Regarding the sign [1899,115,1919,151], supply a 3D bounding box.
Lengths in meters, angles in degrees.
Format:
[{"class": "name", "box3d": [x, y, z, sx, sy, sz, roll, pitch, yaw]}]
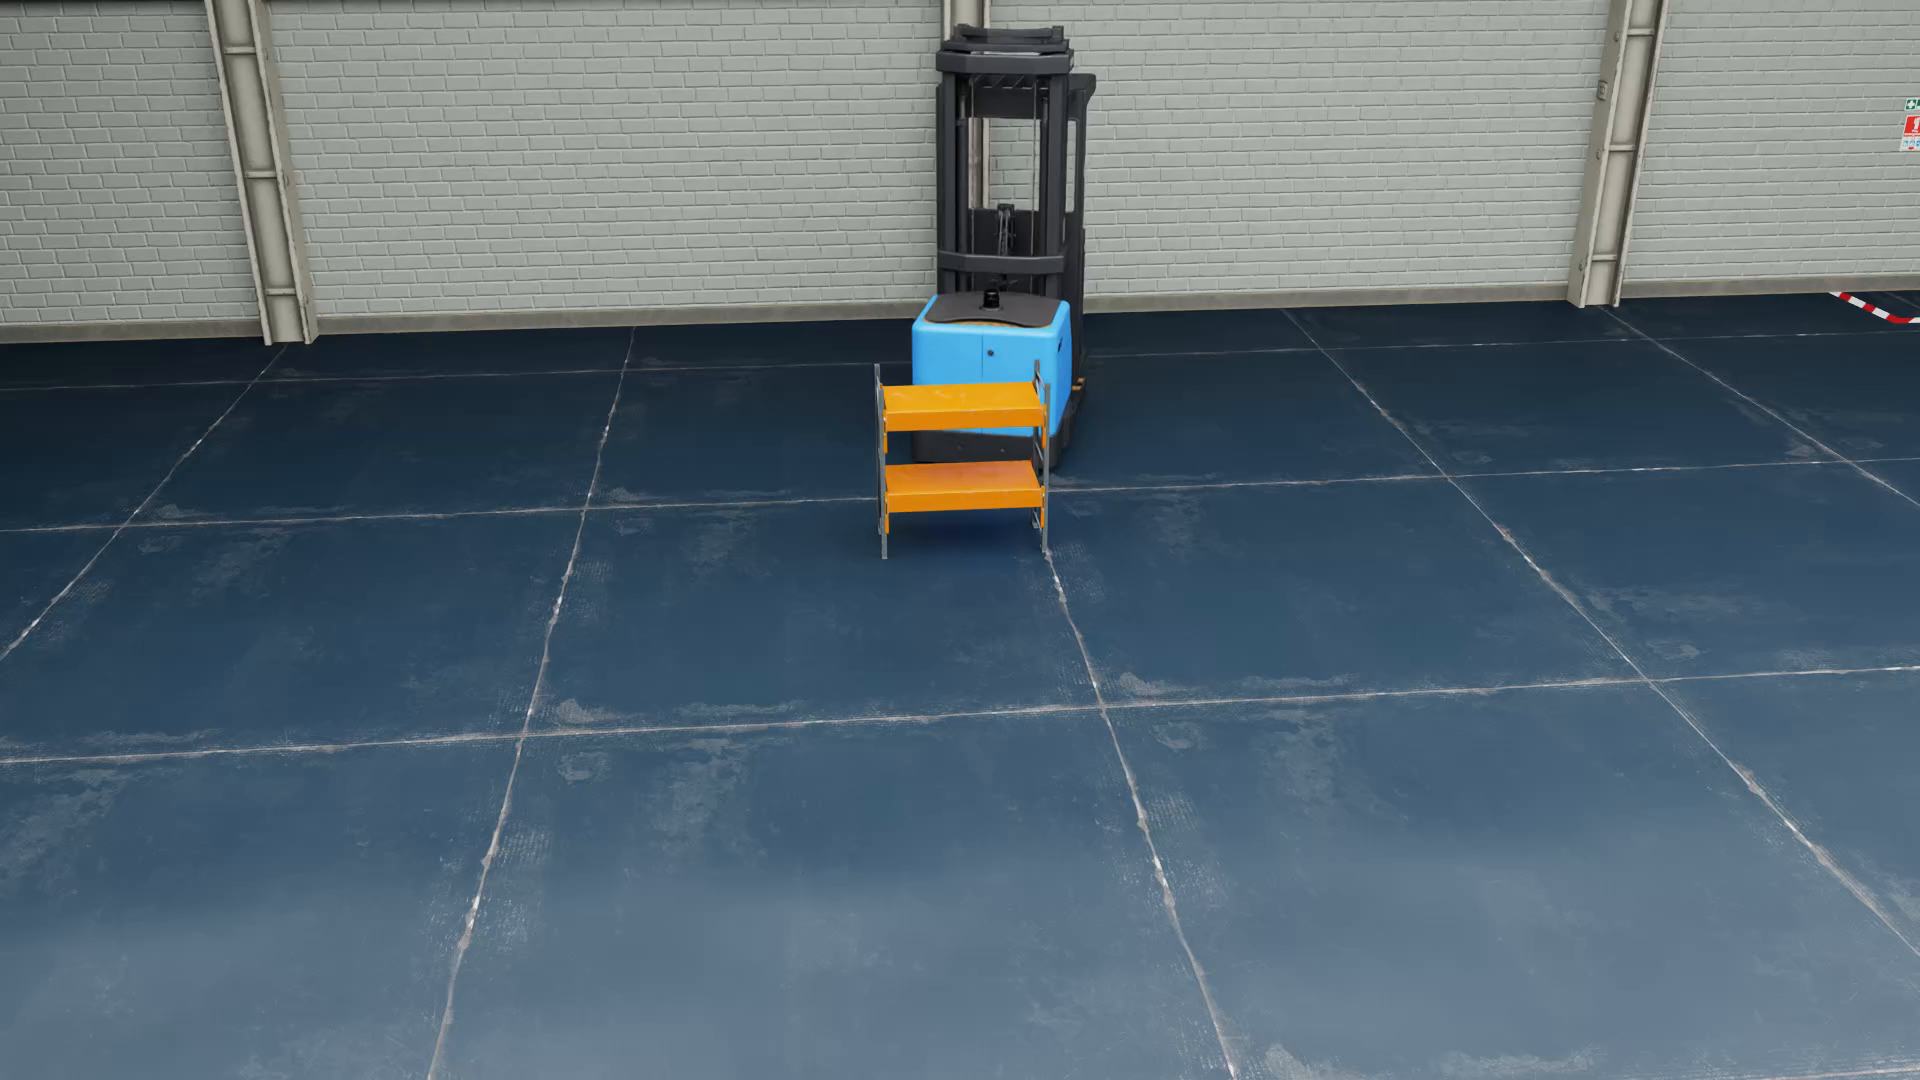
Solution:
[{"class": "sign", "box3d": [8.965, -3.823, 15.615, 0.234, 0.329, 0.001, -2, 24, -5]}]

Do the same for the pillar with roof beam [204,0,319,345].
[{"class": "pillar with roof beam", "box3d": [-5.501, -4.153, 9.015, 0.400, 9.000, 9.100, -2, 24, -5]}]

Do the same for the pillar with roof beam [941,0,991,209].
[{"class": "pillar with roof beam", "box3d": [0.470, -4.393, 9.554, 0.400, 9.000, 9.100, -2, 24, -5]}]

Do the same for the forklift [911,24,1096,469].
[{"class": "forklift", "box3d": [0.411, -2.405, 12.552, 1.130, 2.935, 3.031, 4, 24, 9]}]

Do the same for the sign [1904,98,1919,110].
[{"class": "sign", "box3d": [8.970, -4.062, 15.500, 0.331, 0.109, 0.001, -2, 24, -5]}]

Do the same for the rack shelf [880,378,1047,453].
[{"class": "rack shelf", "box3d": [0.007, -0.782, 10.403, 1.000, 0.278, 0.538, -2, 24, -5]}]

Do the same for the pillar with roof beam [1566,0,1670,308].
[{"class": "pillar with roof beam", "box3d": [6.441, -4.632, 10.093, 0.400, 9.000, 9.100, -2, 24, -5]}]

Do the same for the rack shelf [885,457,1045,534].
[{"class": "rack shelf", "box3d": [0.007, -0.291, 10.621, 1.000, 0.278, 0.538, -2, 24, -5]}]

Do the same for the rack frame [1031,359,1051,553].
[{"class": "rack frame", "box3d": [0.513, -0.535, 10.568, 0.032, 1.125, 0.500, -2, 24, -5]}]

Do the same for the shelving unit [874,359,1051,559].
[{"class": "shelving unit", "box3d": [0.007, -0.514, 10.522, 1.048, 1.125, 0.538, -2, 24, -5]}]

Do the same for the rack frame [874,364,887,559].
[{"class": "rack frame", "box3d": [-0.499, -0.494, 10.476, 0.032, 1.125, 0.500, -2, 24, -5]}]
